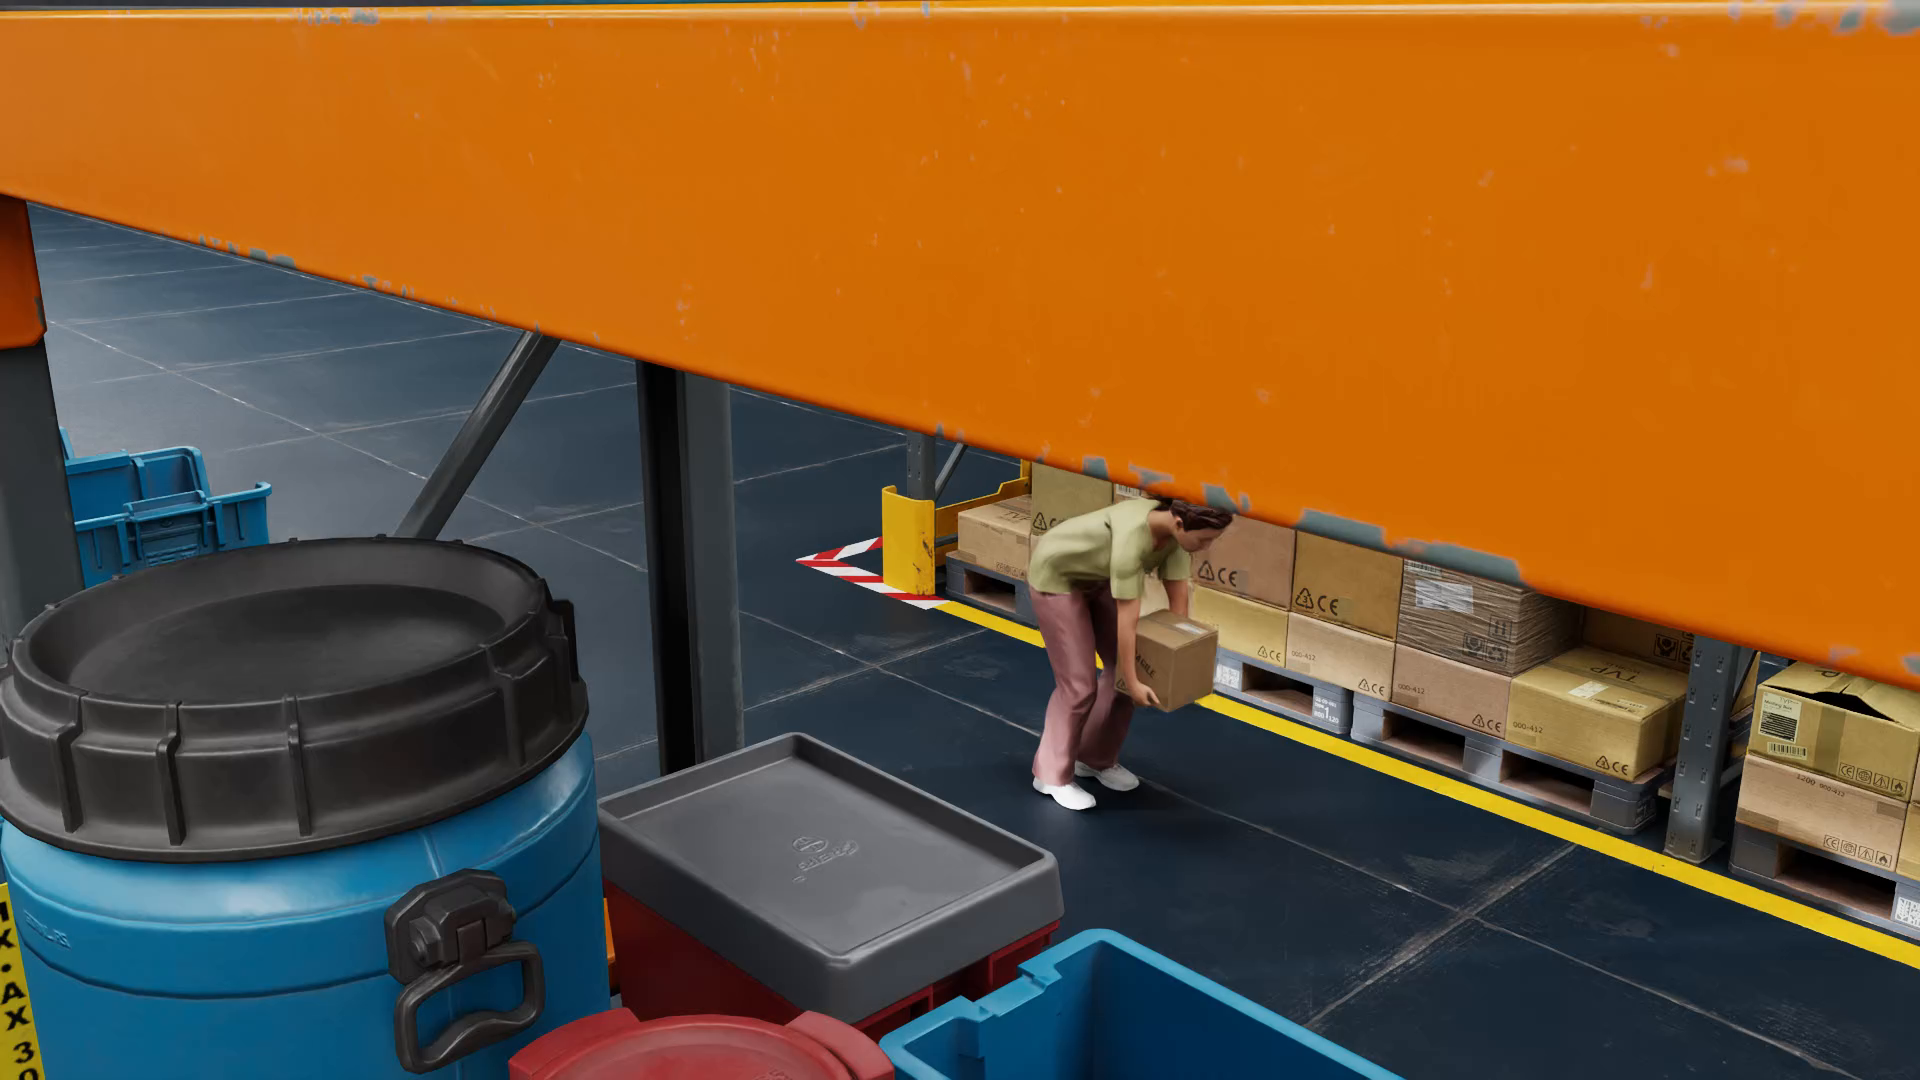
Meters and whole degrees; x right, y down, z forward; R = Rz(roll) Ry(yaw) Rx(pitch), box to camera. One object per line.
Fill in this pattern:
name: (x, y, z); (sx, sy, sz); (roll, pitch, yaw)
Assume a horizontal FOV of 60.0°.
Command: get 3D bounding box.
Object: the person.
person: (0.603, 0.365, 6.002); (0.806, 1.310, 0.420); (17, 24, 42)
